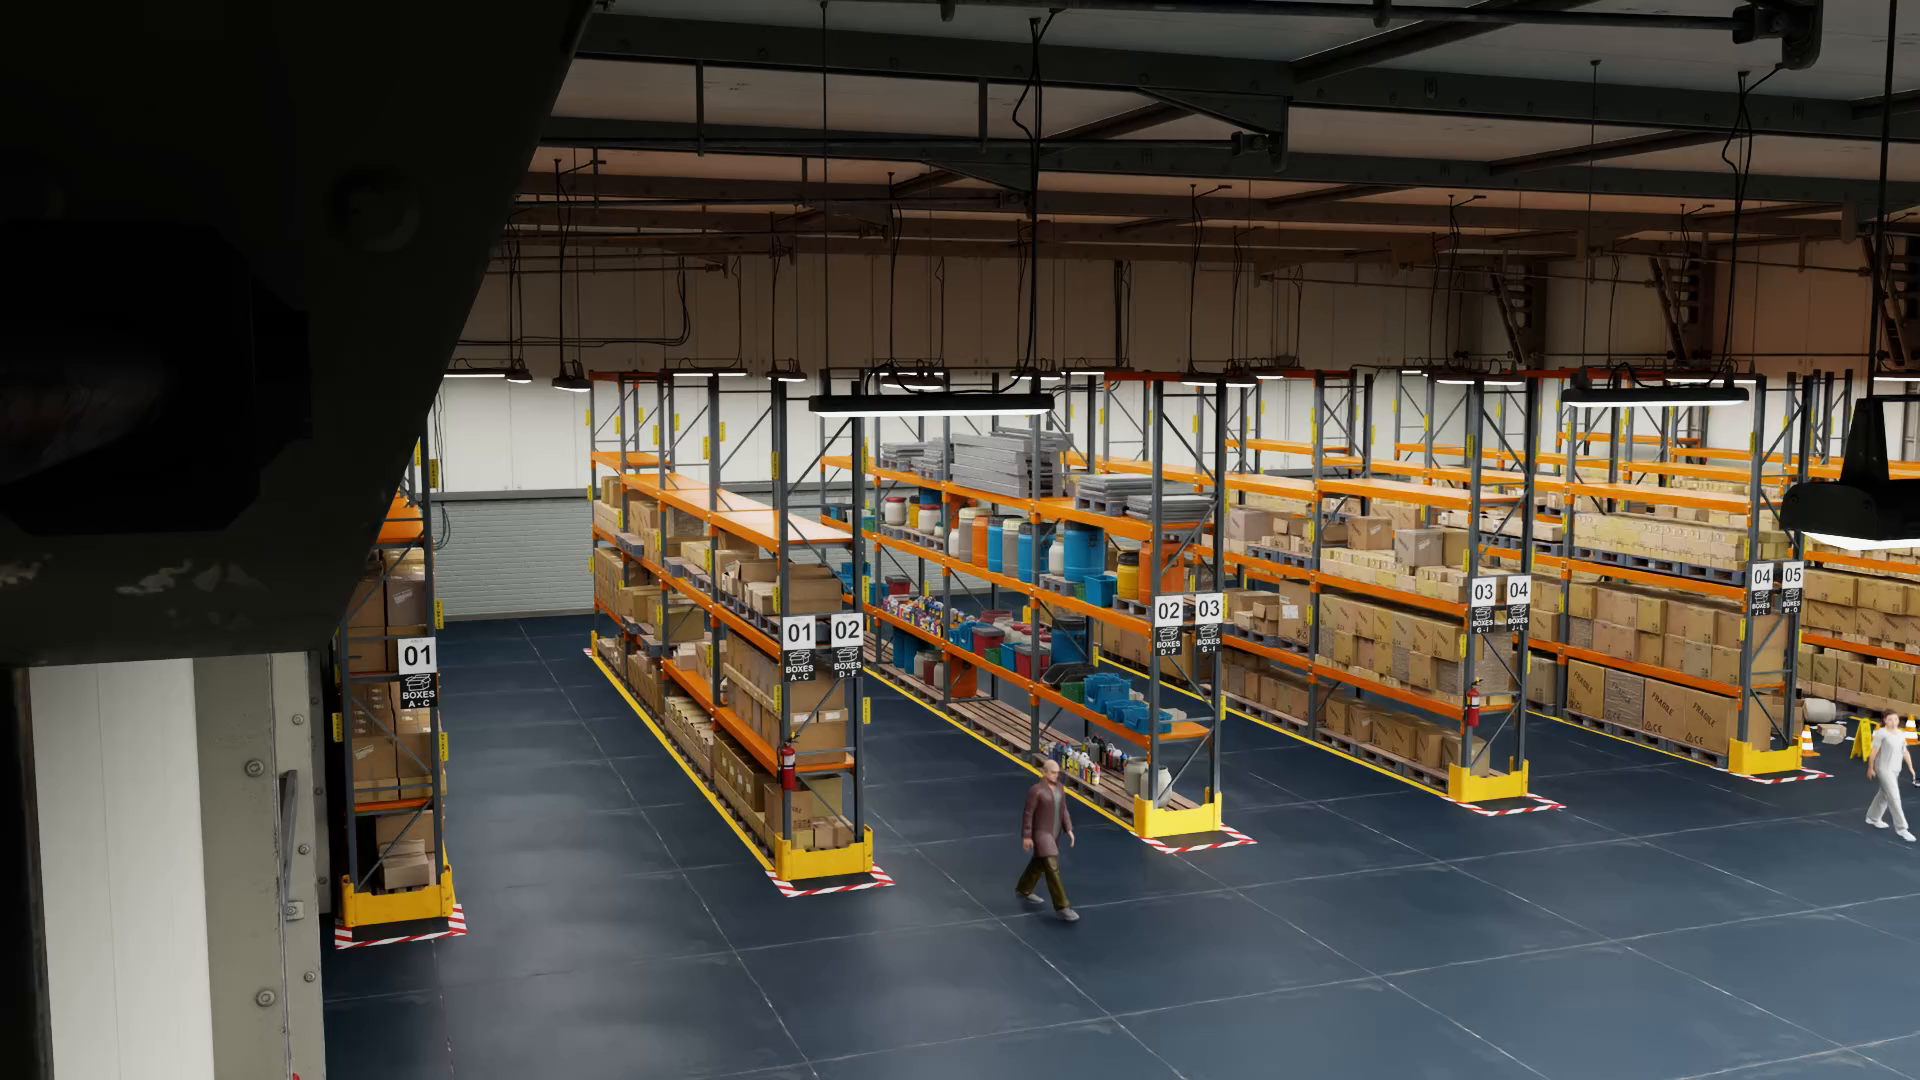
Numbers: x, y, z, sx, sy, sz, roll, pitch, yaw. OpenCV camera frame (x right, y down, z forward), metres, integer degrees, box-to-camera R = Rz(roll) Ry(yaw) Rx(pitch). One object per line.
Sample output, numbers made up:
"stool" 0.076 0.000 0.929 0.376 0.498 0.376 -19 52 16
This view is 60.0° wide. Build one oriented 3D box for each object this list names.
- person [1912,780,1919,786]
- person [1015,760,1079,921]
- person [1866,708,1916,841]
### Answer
"person" 14.421 2.839 24.327 0.982 1.542 0.424 0 6 -2
"person" 1.023 3.345 18.845 1.058 1.727 0.593 5 8 36
"person" 12.325 3.055 21.945 0.468 1.652 0.842 -2 7 -20
